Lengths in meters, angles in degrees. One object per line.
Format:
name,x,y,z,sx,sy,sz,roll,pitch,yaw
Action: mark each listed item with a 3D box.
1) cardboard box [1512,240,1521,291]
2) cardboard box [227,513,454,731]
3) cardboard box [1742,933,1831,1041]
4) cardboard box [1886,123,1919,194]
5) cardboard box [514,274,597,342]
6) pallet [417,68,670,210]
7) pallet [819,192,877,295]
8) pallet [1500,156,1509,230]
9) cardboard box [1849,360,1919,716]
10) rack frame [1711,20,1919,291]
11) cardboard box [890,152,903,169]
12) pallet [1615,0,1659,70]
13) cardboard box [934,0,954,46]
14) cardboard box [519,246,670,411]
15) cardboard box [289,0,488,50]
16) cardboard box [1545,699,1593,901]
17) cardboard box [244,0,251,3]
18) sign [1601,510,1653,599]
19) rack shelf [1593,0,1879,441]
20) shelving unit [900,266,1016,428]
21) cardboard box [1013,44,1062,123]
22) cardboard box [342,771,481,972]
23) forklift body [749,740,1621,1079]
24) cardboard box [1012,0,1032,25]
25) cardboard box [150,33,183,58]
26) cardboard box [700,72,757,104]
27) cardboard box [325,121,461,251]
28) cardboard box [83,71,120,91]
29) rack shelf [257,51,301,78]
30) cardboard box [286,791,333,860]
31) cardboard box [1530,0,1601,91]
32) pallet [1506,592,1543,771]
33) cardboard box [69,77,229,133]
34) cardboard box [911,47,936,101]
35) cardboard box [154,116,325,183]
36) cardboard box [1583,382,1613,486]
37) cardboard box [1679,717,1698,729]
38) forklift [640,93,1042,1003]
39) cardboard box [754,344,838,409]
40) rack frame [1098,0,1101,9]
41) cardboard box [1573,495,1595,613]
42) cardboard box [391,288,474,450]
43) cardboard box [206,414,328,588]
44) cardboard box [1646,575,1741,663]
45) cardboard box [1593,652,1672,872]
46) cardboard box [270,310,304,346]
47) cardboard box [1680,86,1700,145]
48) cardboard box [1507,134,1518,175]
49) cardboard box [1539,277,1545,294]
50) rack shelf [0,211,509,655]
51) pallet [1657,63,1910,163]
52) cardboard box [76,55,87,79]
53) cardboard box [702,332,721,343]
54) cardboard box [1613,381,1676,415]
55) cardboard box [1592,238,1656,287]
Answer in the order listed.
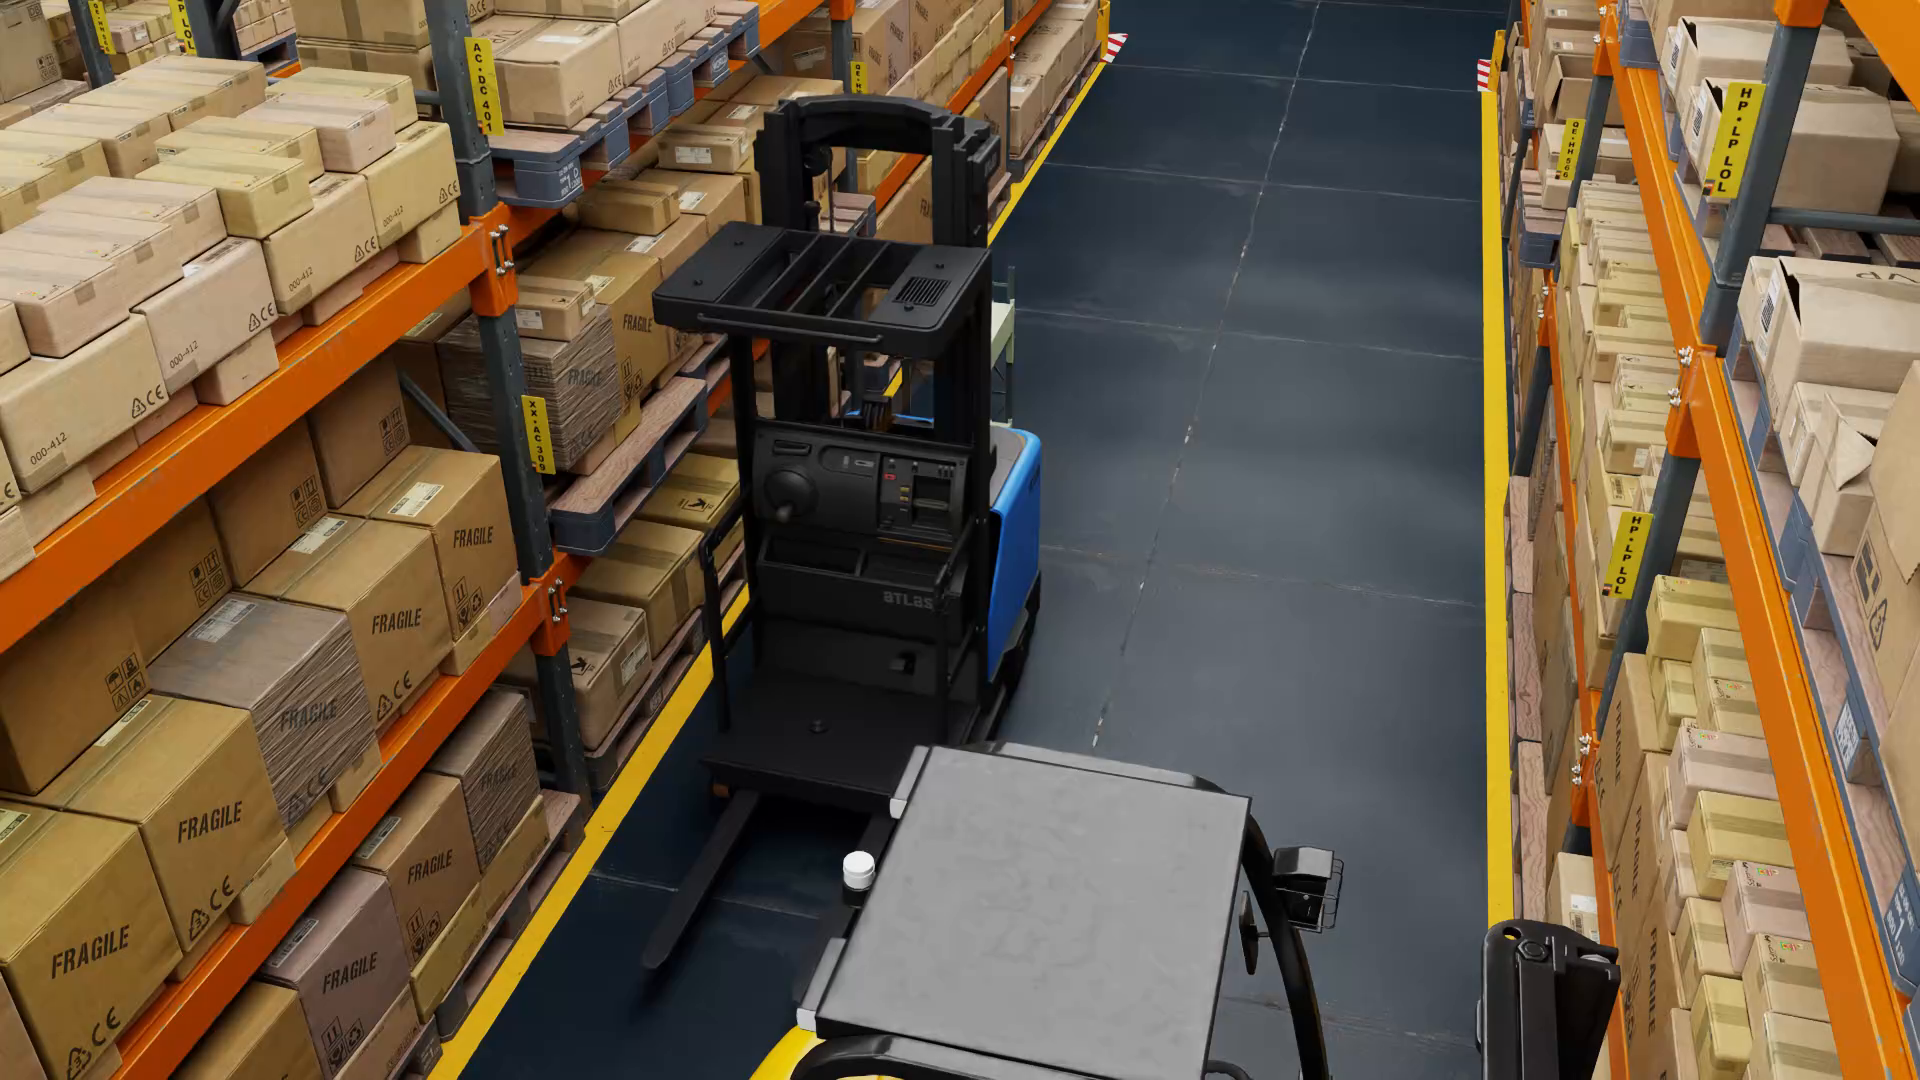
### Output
cardboard box,4.117,-1.943,11.448,0.500,0.500,0.500,7,33,11
cardboard box,-2.115,0.266,5.666,0.500,0.500,0.500,9,34,14
cardboard box,2.020,1.069,3.797,0.380,0.149,0.250,8,33,13
cardboard box,3.089,-1.218,5.324,0.380,0.149,0.250,8,33,12
cardboard box,-1.657,-0.914,6.525,0.380,0.149,0.250,8,33,12
pallet,-1.859,-1.592,6.337,1.213,0.211,1.003,8,33,12
pallet,-1.181,-1.710,9.322,1.213,0.211,1.003,8,33,12
pallet,4.889,-2.756,13.389,1.003,0.211,1.213,8,33,12
cardboard box,2.087,0.042,3.011,0.797,0.503,0.637,9,34,14
rack frame,2.684,-1.957,3.941,1.000,3.000,0.127,8,33,12
cardboard box,-0.622,-2.600,10.684,0.500,0.250,0.500,7,33,11
pallet,3.613,-2.323,7.488,1.213,0.211,1.003,10,34,15
cardboard box,-0.347,-3.648,11.168,0.500,0.500,0.500,9,33,13
cardboard box,-1.595,-0.908,7.121,0.500,0.500,0.500,8,33,13
cardboard box,-2.094,-2.008,6.099,0.500,0.250,0.500,9,33,13
cardboard box,2.805,1.127,6.503,0.875,0.625,0.625,9,34,15
cardboard box,-5.280,-4.014,12.057,0.380,0.149,0.250,9,34,14
sign,2.157,0.051,5.369,0.100,0.325,0.005,8,33,12
rack shelf,3.191,-1.425,6.571,1.077,0.370,4.000,8,33,12
shelving unit,-0.002,-0.629,8.842,0.431,1.500,0.755,8,33,12
cardboard box,0.402,-4.122,14.935,0.875,0.438,0.875,7,33,11
cardboard box,-2.136,1.175,6.078,0.500,0.500,0.500,9,33,13
forklift body,0.385,1.776,4.451,2.313,2.155,1.214,8,33,12
cardboard box,0.284,-4.501,13.440,0.500,0.500,0.500,9,34,14
cardboard box,-5.533,-3.358,11.301,0.380,0.149,0.250,10,34,15
cardboard box,-1.441,-2.318,9.338,0.500,0.500,0.500,7,33,11
cardboard box,-1.970,-1.161,5.346,0.500,0.250,0.500,8,33,12
cardboard box,-5.608,-3.072,11.130,0.380,0.149,0.250,8,33,12
rack shelf,-5.409,-3.531,12.678,1.077,0.370,4.000,8,33,12
cardboard box,-2.254,0.871,5.317,0.380,0.149,0.250,7,33,12
cardboard box,4.243,-3.307,11.171,0.700,0.500,0.500,8,33,13
pallet,3.141,0.729,7.907,1.003,0.211,1.213,8,33,12
cardboard box,-2.552,-1.338,5.253,0.380,0.149,0.250,9,34,14
cardboard box,-0.465,-3.077,10.968,0.500,0.250,0.500,8,33,12
cardboard box,-2.132,-1.133,4.931,0.380,0.149,0.250,9,33,14
cardboard box,2.820,-0.395,6.749,0.500,0.250,0.500,9,33,13
cardboard box,2.245,0.662,4.715,0.380,0.149,0.250,8,33,12
forklift,-0.480,-0.168,6.783,1.130,2.935,3.031,9,33,13
cardboard box,-1.256,-0.951,10.008,0.950,0.372,0.625,6,33,9
rack frame,0.927,-6.326,16.405,1.000,3.000,0.127,8,33,12
cardboard box,2.681,0.079,6.469,0.500,0.250,0.500,8,33,12
cardboard box,-2.223,-0.715,6.817,0.500,0.500,0.500,7,33,11
cardboard box,-2.590,-0.228,5.510,0.700,0.500,0.500,8,33,13
cardboard box,2.316,0.258,5.073,0.380,0.149,0.250,9,33,13
cardboard box,2.319,0.727,5.217,0.500,0.500,0.500,7,33,11
cardboard box,-2.204,-0.674,4.952,0.380,0.149,0.250,7,33,11
cardboard box,2.669,-1.417,5.636,0.380,0.149,0.250,8,33,12
cardboard box,4.662,-3.115,13.510,0.396,0.266,0.258,9,34,14
cardboard box,3.728,-1.464,10.091,0.380,0.149,0.250,7,33,11
rack shelf,-2.626,-0.024,4.366,1.077,0.370,4.000,8,33,12
pallet,3.332,-1.742,6.575,1.003,0.211,1.213,10,34,15
cardboard box,-6.171,-3.315,11.511,0.380,0.149,0.250,8,33,12
cardboard box,-1.315,-1.087,8.006,0.380,0.149,0.250,9,34,14
cardboard box,2.782,-0.487,6.522,0.380,0.149,0.250,7,33,11
cardboard box,3.172,-1.279,7.768,0.380,0.149,0.250,8,33,13
